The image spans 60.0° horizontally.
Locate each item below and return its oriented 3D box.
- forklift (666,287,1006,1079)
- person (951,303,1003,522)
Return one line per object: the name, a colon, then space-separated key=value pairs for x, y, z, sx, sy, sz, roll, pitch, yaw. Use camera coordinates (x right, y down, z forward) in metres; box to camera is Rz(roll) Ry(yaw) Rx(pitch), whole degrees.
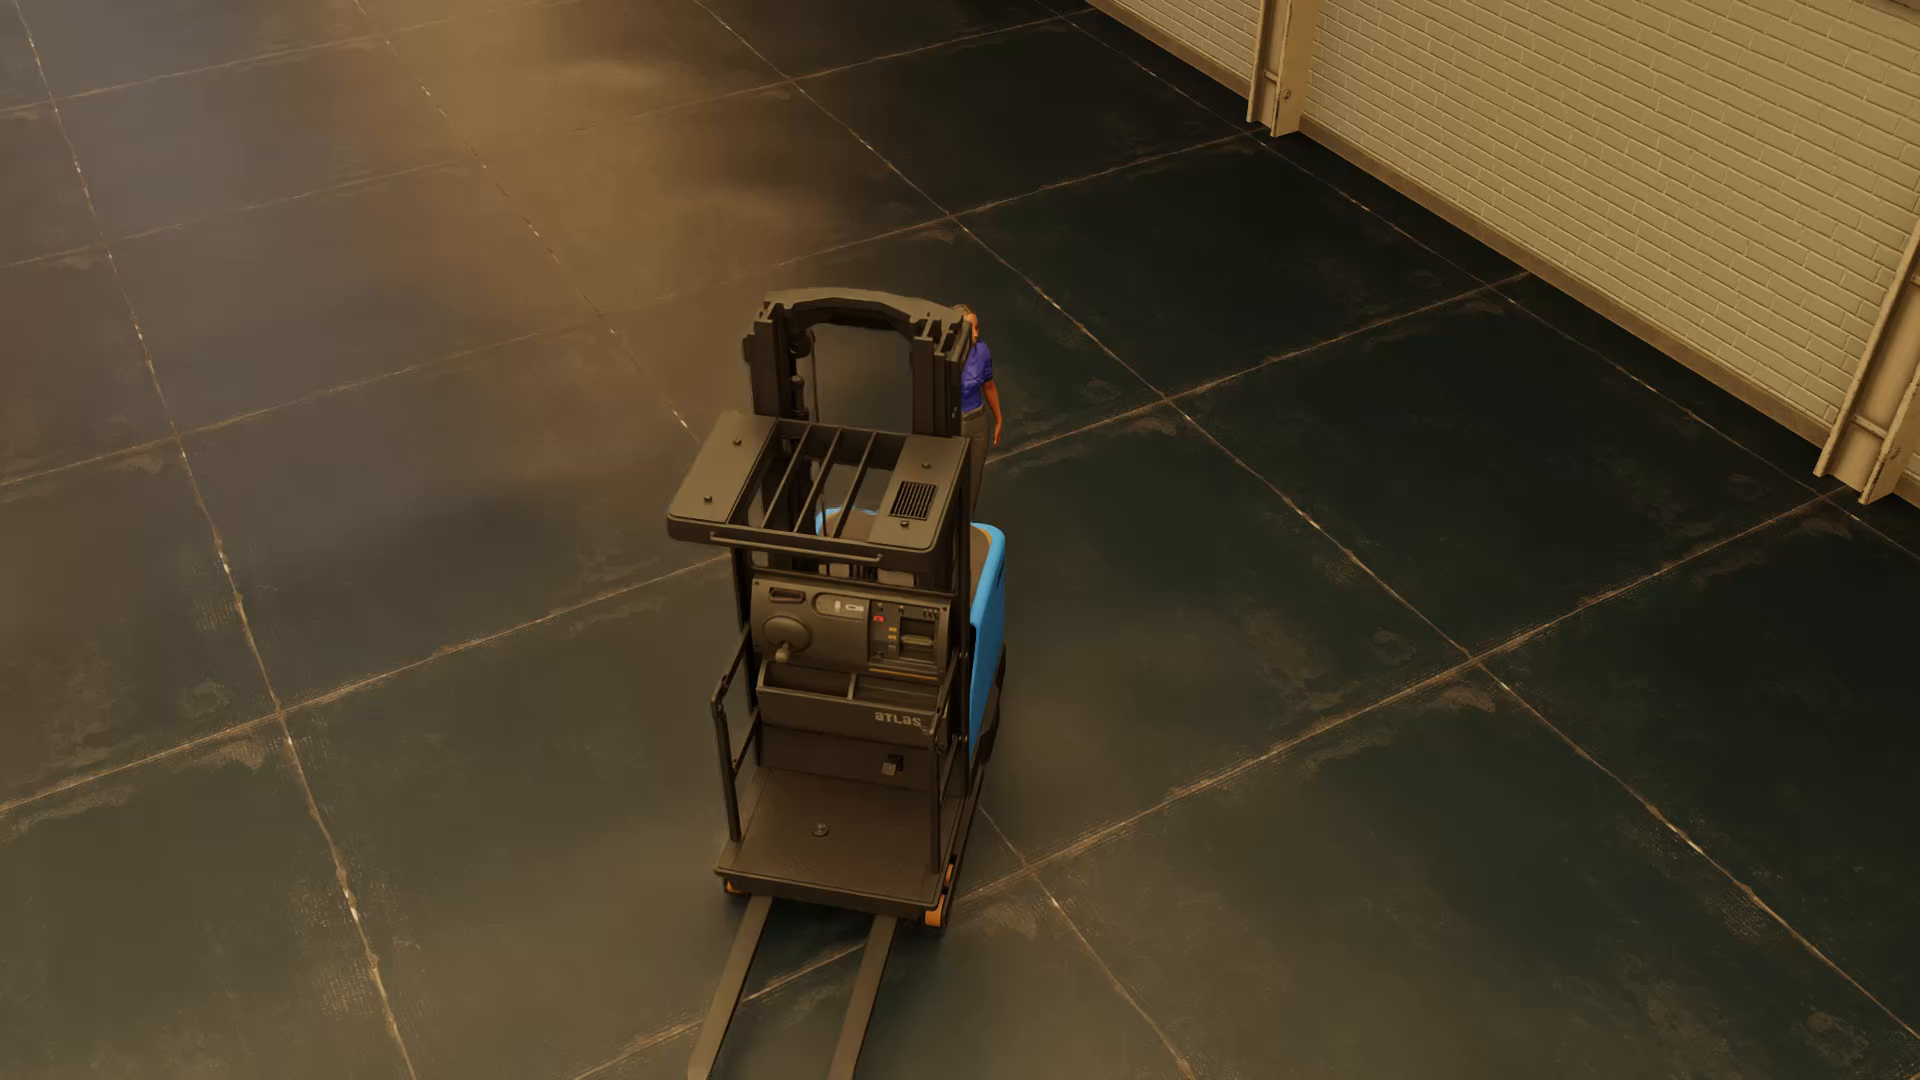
forklift: x=-0.546 y=0.484 z=7.453 sx=1.130 sy=2.935 sz=3.031 roll=7 pitch=40 yaw=9
person: x=0.027 y=-0.588 z=9.733 sx=0.569 sy=1.655 sz=0.504 roll=-20 pitch=44 yaw=-23
